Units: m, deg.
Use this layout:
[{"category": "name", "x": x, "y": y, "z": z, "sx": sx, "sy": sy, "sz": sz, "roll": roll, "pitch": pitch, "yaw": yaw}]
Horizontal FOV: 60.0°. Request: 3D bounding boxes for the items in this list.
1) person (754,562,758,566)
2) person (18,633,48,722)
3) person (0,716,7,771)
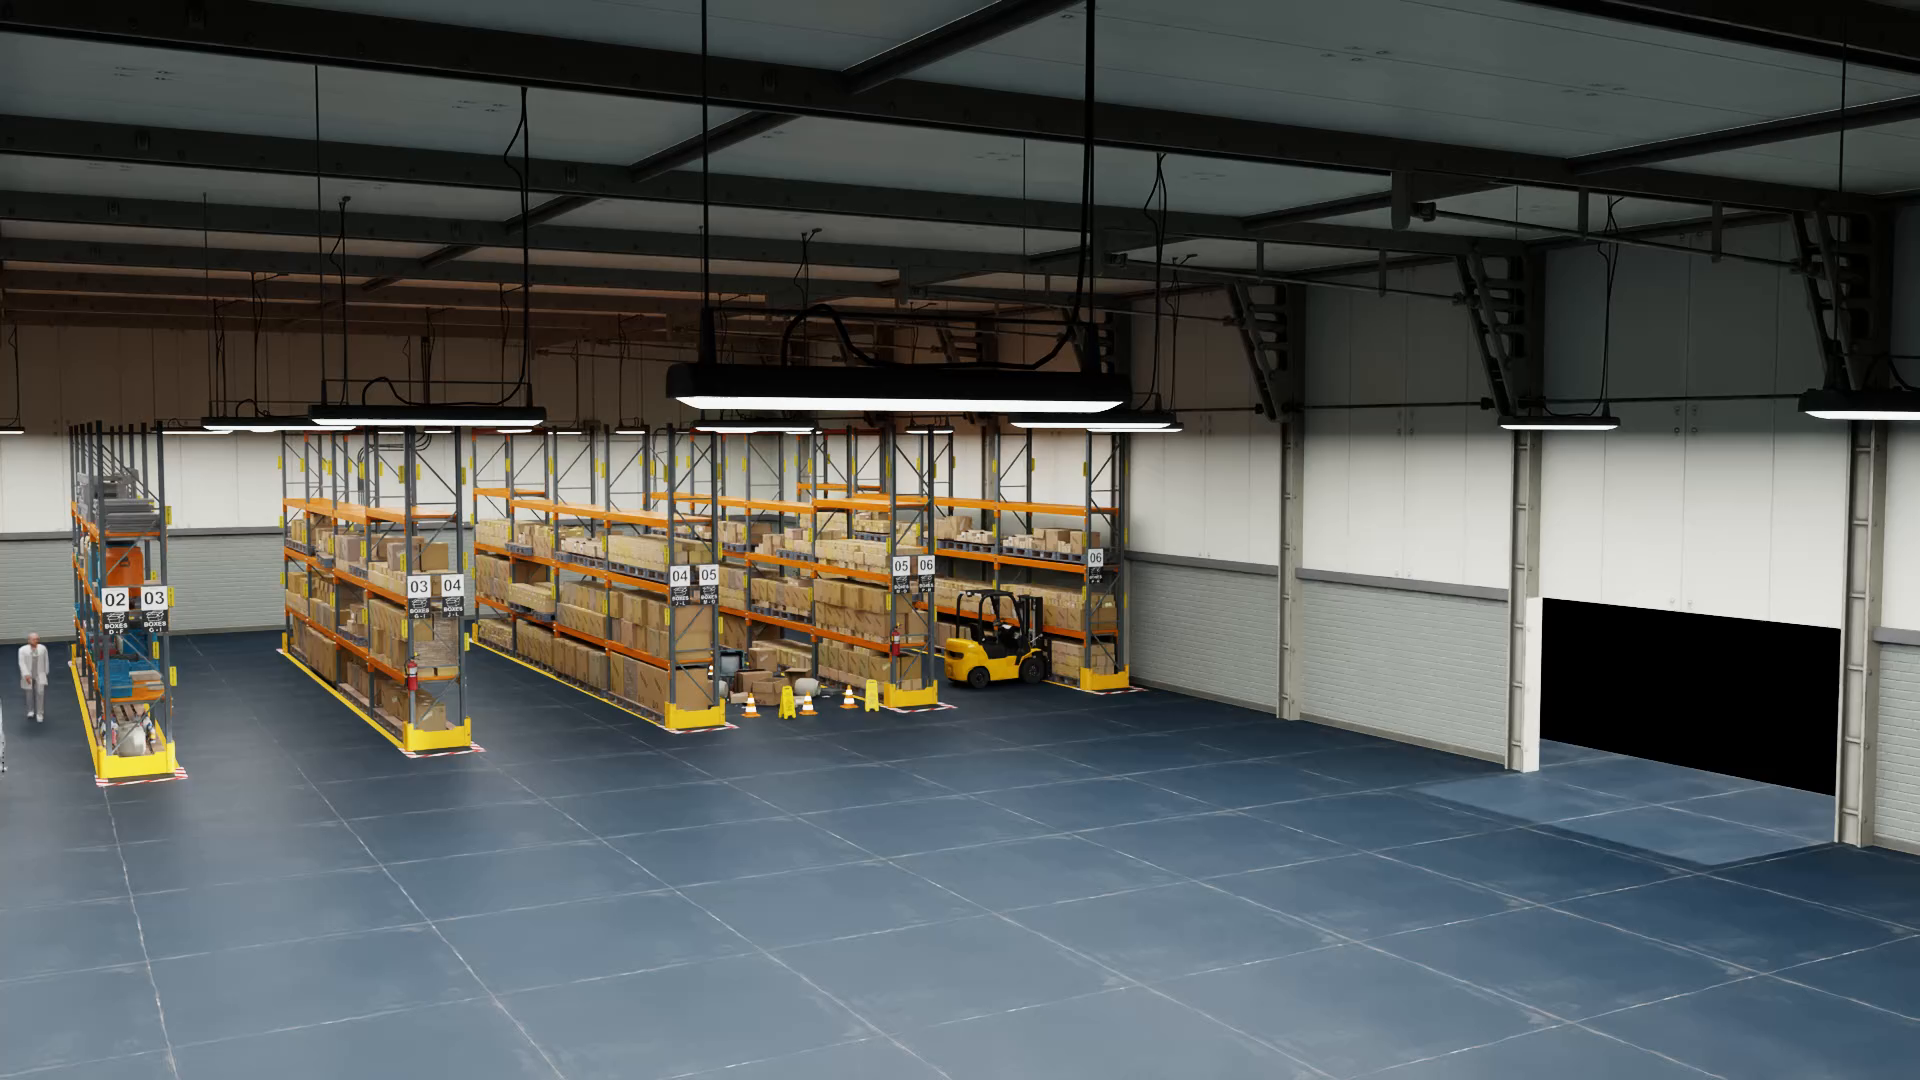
[{"category": "person", "x": -6.726, "y": 1.536, "z": 54.476, "sx": 0.467, "sy": 1.611, "sz": 0.911, "roll": -1, "pitch": 4, "yaw": -9}, {"category": "person", "x": -18.773, "y": 2.764, "z": 33.728, "sx": 0.565, "sy": 1.754, "sz": 0.984, "roll": -3, "pitch": 4, "yaw": -37}, {"category": "person", "x": -16.405, "y": 3.145, "z": 28.071, "sx": 0.527, "sy": 1.672, "sz": 0.492, "roll": -1, "pitch": 4, "yaw": -20}]
